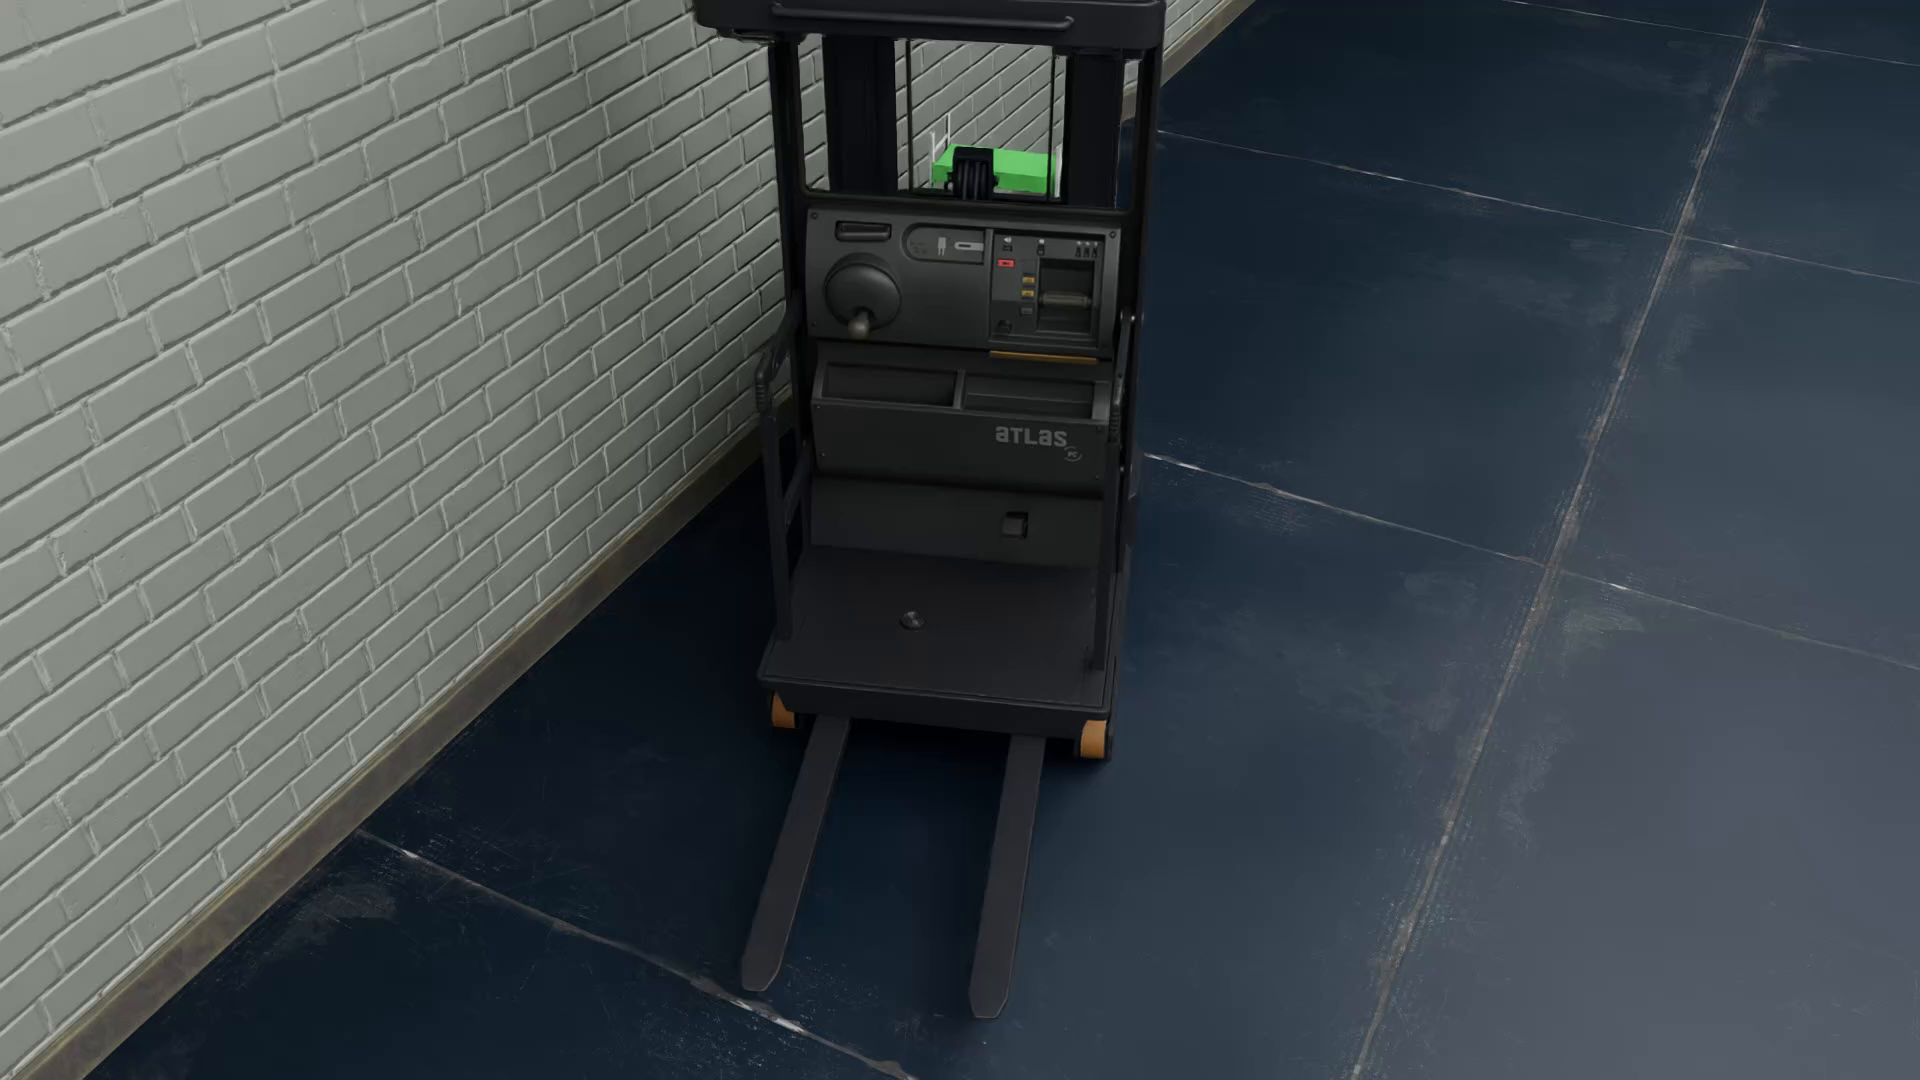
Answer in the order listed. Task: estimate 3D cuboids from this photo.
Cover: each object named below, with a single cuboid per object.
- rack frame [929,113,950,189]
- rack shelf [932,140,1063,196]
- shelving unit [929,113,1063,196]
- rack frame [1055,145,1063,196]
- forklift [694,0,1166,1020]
[{"bbox_3d":[-0.088,-1.093,6.683,0.015,1.200,0.240,9,34,12],"label":"rack frame"},{"bbox_3d":[0.156,-1.402,6.404,0.480,0.148,0.258,9,34,12],"label":"rack shelf"},{"bbox_3d":[0.148,-1.055,6.633,0.503,1.200,0.258,9,34,12],"label":"shelving unit"},{"bbox_3d":[0.384,-1.016,6.583,0.015,1.200,0.240,9,34,12],"label":"rack frame"},{"bbox_3d":[-0.025,-0.696,4.743,1.130,2.935,3.031,5,37,6],"label":"forklift"}]
